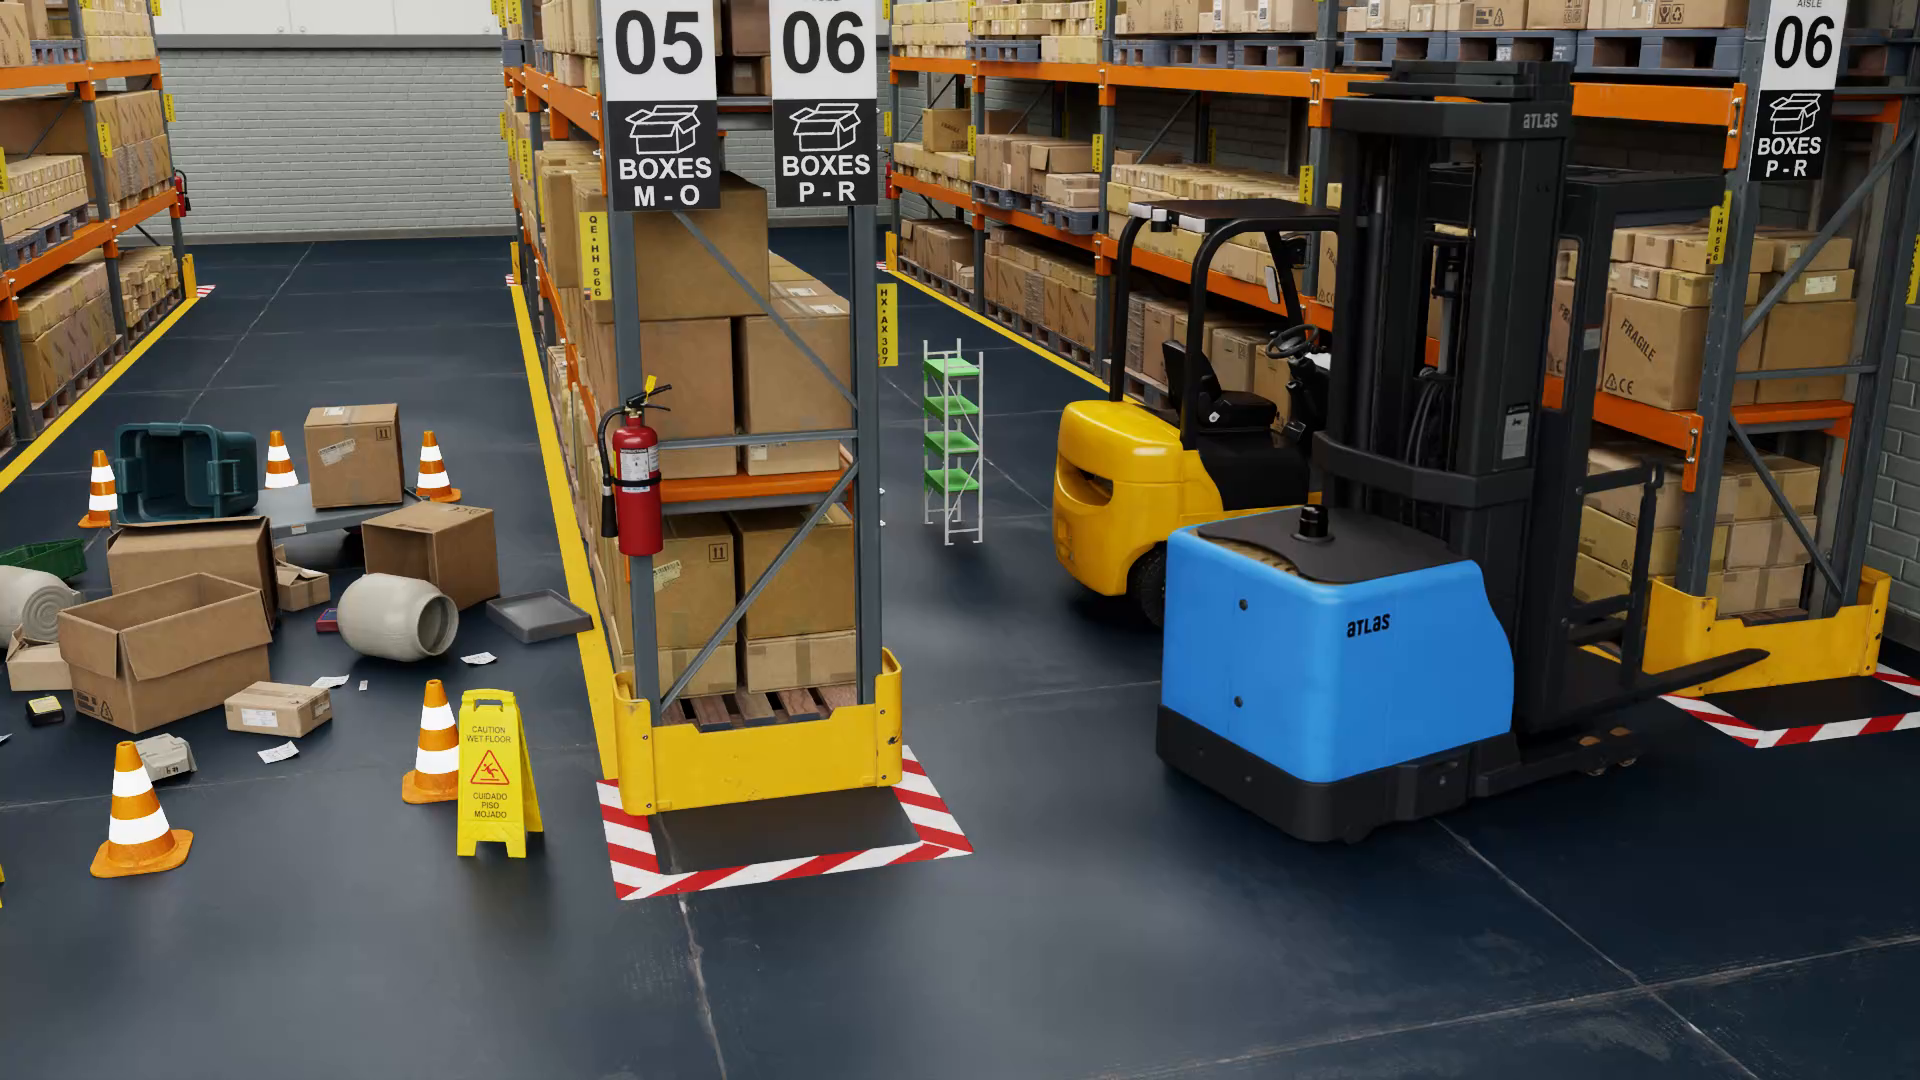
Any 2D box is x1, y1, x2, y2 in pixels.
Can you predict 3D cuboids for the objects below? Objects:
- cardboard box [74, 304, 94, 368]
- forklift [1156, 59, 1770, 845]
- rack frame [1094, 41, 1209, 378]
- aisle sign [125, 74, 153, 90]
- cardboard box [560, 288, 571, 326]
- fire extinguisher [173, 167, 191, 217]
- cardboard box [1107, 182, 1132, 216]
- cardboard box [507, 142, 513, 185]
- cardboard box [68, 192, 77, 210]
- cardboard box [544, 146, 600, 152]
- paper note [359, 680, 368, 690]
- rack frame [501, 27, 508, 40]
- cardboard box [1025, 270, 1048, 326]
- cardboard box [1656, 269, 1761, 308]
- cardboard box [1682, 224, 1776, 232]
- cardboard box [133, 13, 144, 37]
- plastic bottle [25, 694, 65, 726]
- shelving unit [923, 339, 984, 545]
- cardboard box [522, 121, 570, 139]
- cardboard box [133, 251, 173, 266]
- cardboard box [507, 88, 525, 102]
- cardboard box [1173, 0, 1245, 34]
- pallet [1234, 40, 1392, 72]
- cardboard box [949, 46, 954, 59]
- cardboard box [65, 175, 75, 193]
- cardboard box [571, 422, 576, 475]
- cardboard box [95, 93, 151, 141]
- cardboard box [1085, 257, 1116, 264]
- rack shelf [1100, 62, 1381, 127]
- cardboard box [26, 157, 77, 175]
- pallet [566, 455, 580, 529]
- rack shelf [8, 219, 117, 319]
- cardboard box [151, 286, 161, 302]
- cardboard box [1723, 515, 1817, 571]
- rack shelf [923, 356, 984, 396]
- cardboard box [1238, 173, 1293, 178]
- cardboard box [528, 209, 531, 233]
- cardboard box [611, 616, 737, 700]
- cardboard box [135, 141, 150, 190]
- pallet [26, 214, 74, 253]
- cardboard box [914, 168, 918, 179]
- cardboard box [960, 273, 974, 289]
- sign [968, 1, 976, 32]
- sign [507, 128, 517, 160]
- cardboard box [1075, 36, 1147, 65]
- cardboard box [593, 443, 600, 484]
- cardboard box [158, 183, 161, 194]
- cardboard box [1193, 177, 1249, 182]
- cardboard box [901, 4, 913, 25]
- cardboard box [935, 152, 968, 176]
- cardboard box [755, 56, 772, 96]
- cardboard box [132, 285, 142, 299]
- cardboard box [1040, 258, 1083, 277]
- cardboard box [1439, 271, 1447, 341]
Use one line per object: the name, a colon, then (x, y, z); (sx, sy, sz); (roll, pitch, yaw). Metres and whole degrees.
cardboard box: (-8.124, -1.823, 14.922); (0.500, 0.500, 0.500); (-5, 17, -16)
forklift: (2.374, -0.518, 7.081); (3.031, 2.935, 1.130); (-10, 19, -29)
rack frame: (1.756, -2.994, 15.207); (1.000, 3.000, 0.127); (-5, 17, -15)
aisle sign: (-9.678, -5.684, 19.640); (0.394, 0.787, 0.004); (-5, 17, -15)
cardboard box: (-2.064, -1.541, 9.678); (0.500, 0.500, 0.500); (-5, 17, -15)
fire extinguisher: (-9.572, -4.285, 20.286); (0.296, 0.674, 0.183); (-5, 17, -15)
cardboard box: (1.619, -3.018, 14.677); (0.500, 0.250, 0.500); (-5, 17, -15)
cardboard box: (-5.359, -4.706, 20.732); (0.500, 0.500, 0.500); (-5, 17, -16)
cardboard box: (-8.409, -3.134, 15.378); (0.380, 0.149, 0.250); (-5, 17, -15)
cardboard box: (-1.885, -1.882, 9.074); (0.700, 0.500, 0.500); (-5, 17, -15)
paper note: (-2.900, 0.706, 8.083); (0.032, 0.001, 0.123); (-5, 17, -15)
rack frame: (-5.214, -7.687, 20.401); (1.000, 3.000, 0.127); (-5, 17, -15)
cardboard box: (0.998, -2.524, 17.257); (0.500, 0.500, 0.500); (-5, 18, -17)
cardboard box: (3.589, -1.214, 7.978); (0.380, 0.149, 0.250); (-4, 17, -14)
cardboard box: (3.942, -1.539, 8.544); (0.380, 0.149, 0.250); (-4, 17, -14)
cardboard box: (-9.433, -5.750, 18.558); (0.500, 0.250, 0.500); (-5, 17, -17)
plastic bottle: (-4.263, 0.784, 7.736); (0.133, 0.061, 0.283); (-12, 20, -34)
shelving unit: (-0.046, -0.620, 10.432); (0.258, 1.200, 0.503); (-5, 17, -15)
cardboard box: (-3.689, -3.529, 15.075); (0.500, 0.500, 0.500); (-5, 17, -15)
cardboard box: (-9.350, -3.253, 19.260); (0.380, 0.149, 0.250); (-5, 17, -16)
cardboard box: (-5.281, -5.383, 20.120); (0.380, 0.149, 0.250); (-4, 17, -14)
cardboard box: (2.000, -4.227, 13.018); (0.500, 0.500, 0.500); (-4, 17, -14)
pallet: (2.600, -3.476, 11.928); (0.805, 0.209, 1.217); (-5, 18, -17)
cardboard box: (0.081, -5.704, 19.451); (0.380, 0.149, 0.250); (-5, 17, -15)
cardboard box: (-8.409, -3.275, 15.331); (0.380, 0.149, 0.250); (-4, 17, -13)
cardboard box: (-2.063, -0.582, 11.013); (0.950, 0.372, 0.625); (-4, 17, -15)
cardboard box: (-9.290, -4.674, 18.368); (0.500, 0.500, 0.500); (-4, 17, -12)
cardboard box: (1.505, -2.831, 17.152); (0.380, 0.149, 0.250); (-5, 17, -15)
rack shelf: (2.305, -3.533, 13.037); (1.077, 0.370, 4.000); (-5, 17, -15)
cardboard box: (-8.474, -3.484, 15.509); (0.380, 0.149, 0.250); (-5, 17, -17)
pallet: (-2.132, -0.374, 11.331); (1.003, 0.211, 1.213); (-5, 17, -15)
rack shelf: (-8.297, -2.390, 14.446); (1.077, 0.370, 4.000); (-5, 17, -15)
cardboard box: (-9.177, -2.748, 18.612); (0.380, 0.149, 0.250); (-4, 17, -14)
cardboard box: (4.025, -0.052, 8.591); (0.500, 0.250, 0.500); (-4, 17, -14)
rack shelf: (-0.046, -1.019, 10.312); (0.258, 0.148, 0.480); (-5, 17, -15)
cardboard box: (2.512, -2.936, 13.710); (0.380, 0.149, 0.250); (-5, 17, -16)
cardboard box: (-3.683, -2.929, 15.250); (0.500, 0.250, 0.500); (-5, 17, -16)
cardboard box: (-1.305, 0.519, 7.561); (0.500, 0.250, 0.500); (-5, 17, -16)
cardboard box: (-9.163, -4.060, 18.063); (0.500, 0.500, 0.500); (-4, 17, -12)
pallet: (-8.331, -2.634, 14.341); (1.003, 0.211, 1.213); (-5, 17, -15)
cardboard box: (-0.386, -4.763, 21.531); (0.380, 0.149, 0.250); (-4, 17, -14)
cardboard box: (0.221, -3.068, 19.676); (0.380, 0.149, 0.250); (-5, 18, -17)
sign: (0.137, -5.740, 18.234); (0.100, 0.325, 0.005); (-5, 17, -15)
sign: (-4.648, -4.116, 17.297); (0.100, 0.325, 0.005); (-5, 17, -15)
cardboard box: (1.381, -4.482, 15.206); (0.500, 0.250, 0.500); (-5, 18, -17)
cardboard box: (-1.591, -0.382, 8.129); (0.380, 0.149, 0.250); (-4, 17, -13)
cardboard box: (-9.469, -4.066, 19.212); (0.380, 0.149, 0.250); (-5, 17, -16)
cardboard box: (2.089, -2.821, 13.328); (0.380, 0.149, 0.250); (-5, 17, -15)
cardboard box: (-0.441, -6.669, 21.101); (0.500, 0.250, 0.500); (-5, 17, -16)
cardboard box: (0.006, -4.569, 20.194); (0.500, 0.250, 0.500); (-5, 17, -16)
cardboard box: (-0.596, -1.822, 6.526); (0.380, 0.149, 0.250); (-5, 17, -15)
cardboard box: (-9.021, -2.672, 17.842); (0.380, 0.149, 0.250); (-4, 17, -13)
cardboard box: (1.039, -2.795, 17.029); (0.380, 0.149, 0.250); (-6, 18, -18)
cardboard box: (3.143, -1.369, 9.622); (0.500, 0.500, 0.500); (-5, 17, -15)
